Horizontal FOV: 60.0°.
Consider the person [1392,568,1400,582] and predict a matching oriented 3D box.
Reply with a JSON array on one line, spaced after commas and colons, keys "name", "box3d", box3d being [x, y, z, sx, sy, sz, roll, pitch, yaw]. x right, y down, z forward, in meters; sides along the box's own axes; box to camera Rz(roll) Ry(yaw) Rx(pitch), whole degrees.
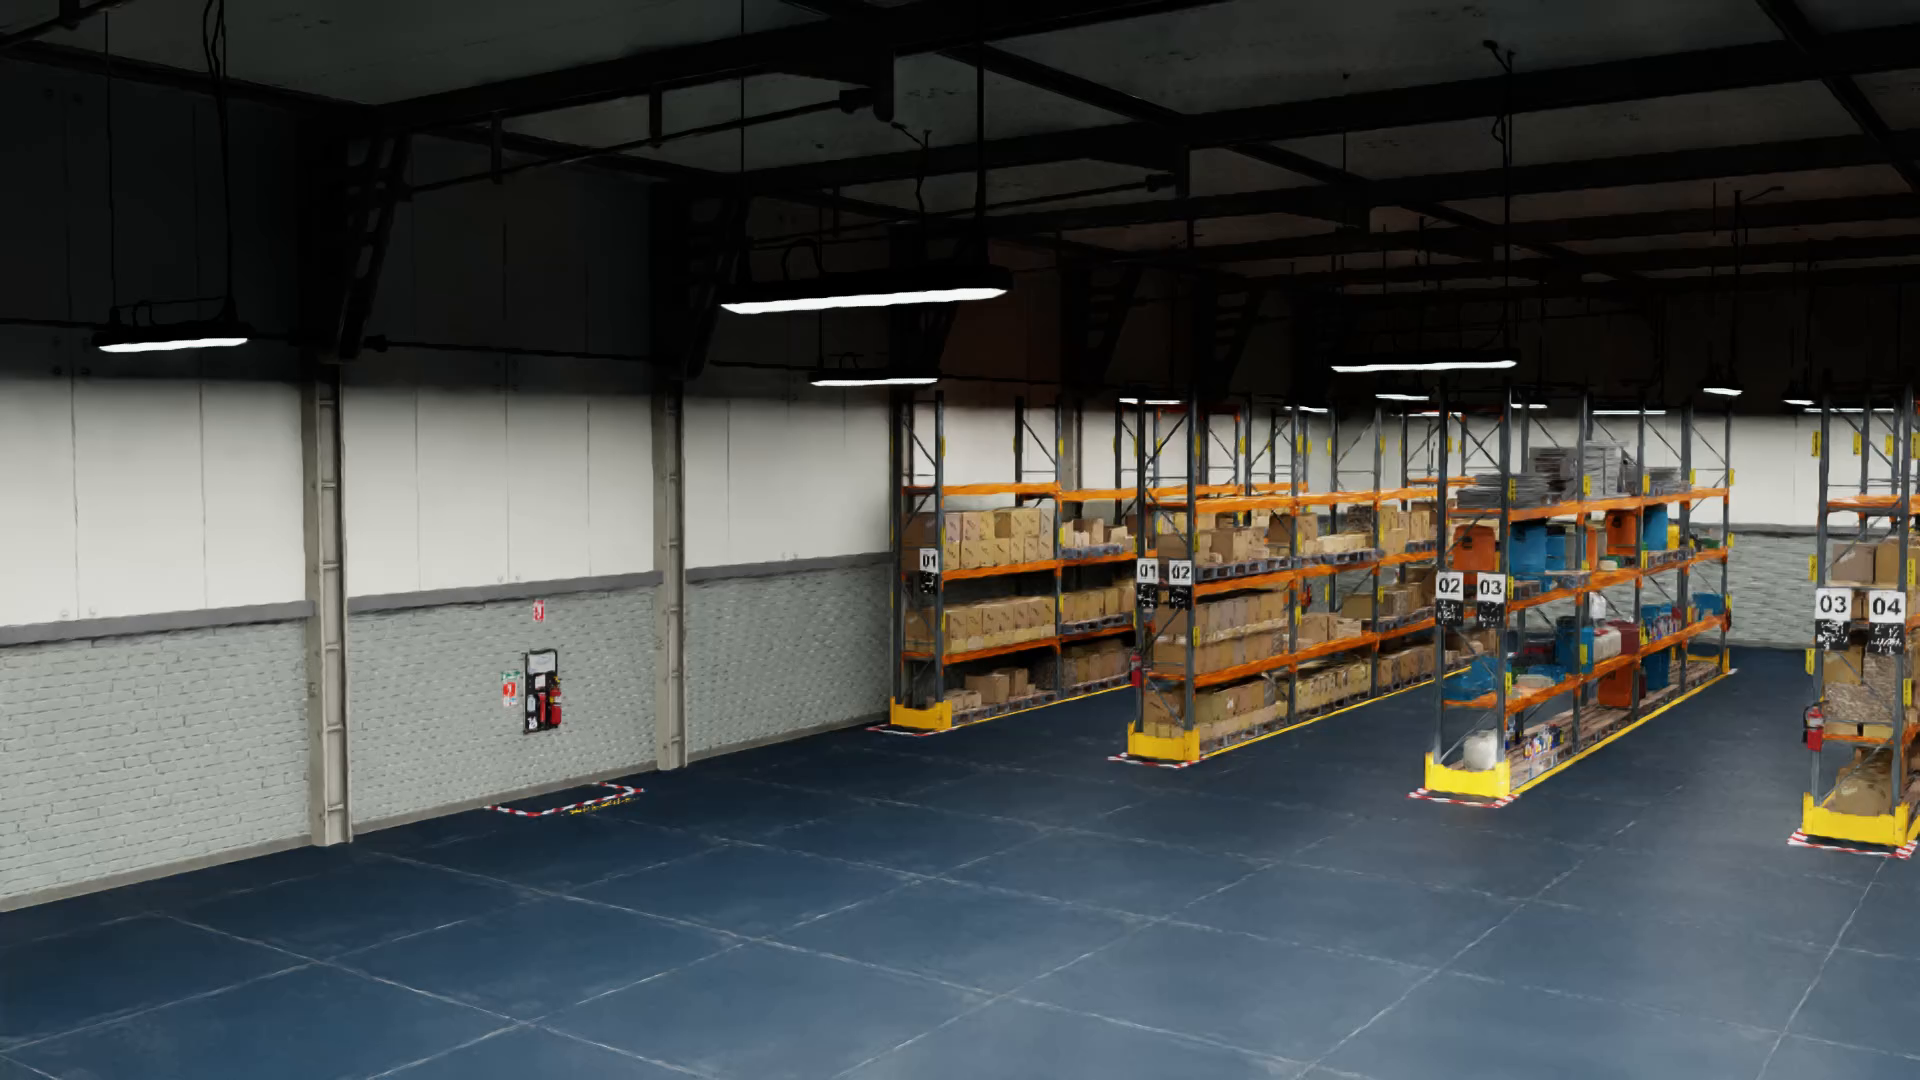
[{"name": "person", "box3d": [11.872, 1.610, 44.862, 0.565, 1.736, 1.045, 2, 4, 34]}]

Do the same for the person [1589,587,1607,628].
[{"name": "person", "box3d": [15.412, 1.850, 40.114, 0.733, 1.762, 0.566, -1, 3, -17]}]
